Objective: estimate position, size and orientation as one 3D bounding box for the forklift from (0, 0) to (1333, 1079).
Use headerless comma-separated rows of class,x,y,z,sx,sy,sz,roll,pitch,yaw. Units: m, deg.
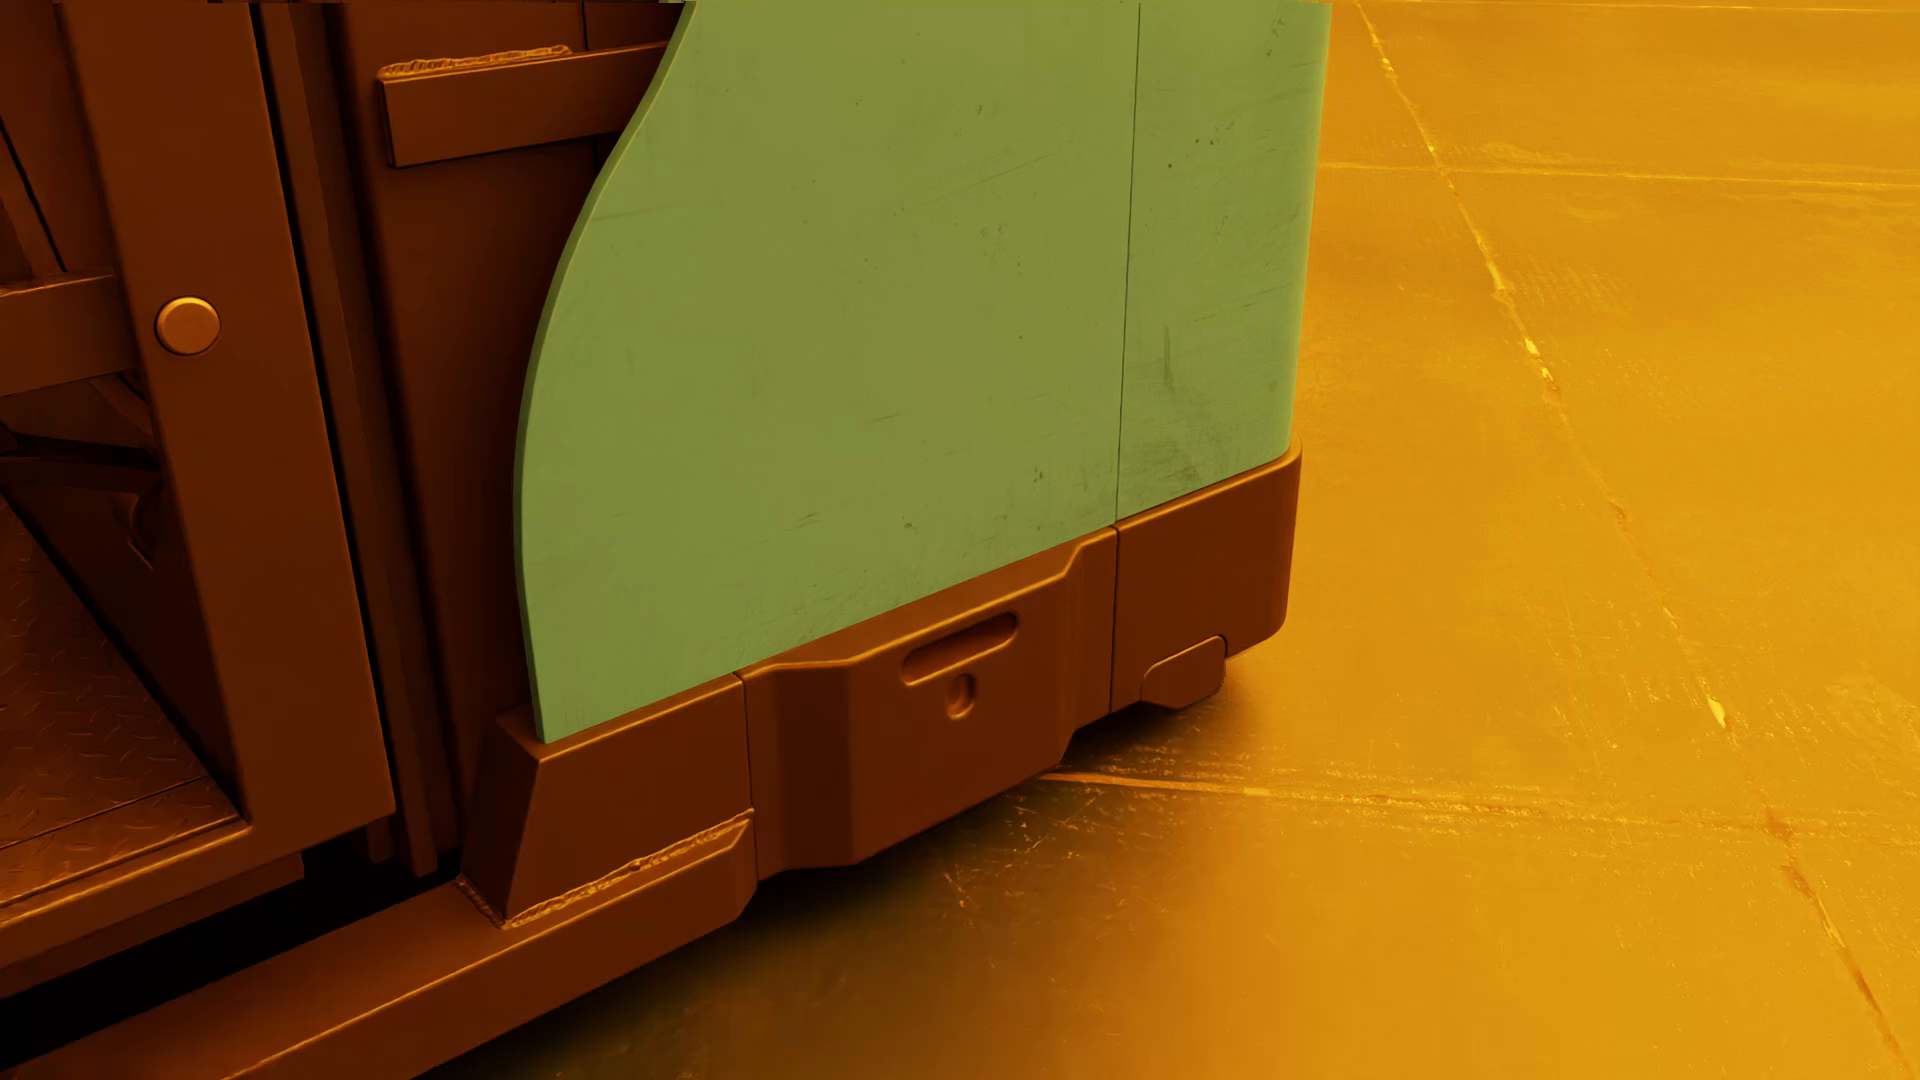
forklift,-1.036,-0.901,1.022,3.031,2.935,1.130,-20,33,-35
